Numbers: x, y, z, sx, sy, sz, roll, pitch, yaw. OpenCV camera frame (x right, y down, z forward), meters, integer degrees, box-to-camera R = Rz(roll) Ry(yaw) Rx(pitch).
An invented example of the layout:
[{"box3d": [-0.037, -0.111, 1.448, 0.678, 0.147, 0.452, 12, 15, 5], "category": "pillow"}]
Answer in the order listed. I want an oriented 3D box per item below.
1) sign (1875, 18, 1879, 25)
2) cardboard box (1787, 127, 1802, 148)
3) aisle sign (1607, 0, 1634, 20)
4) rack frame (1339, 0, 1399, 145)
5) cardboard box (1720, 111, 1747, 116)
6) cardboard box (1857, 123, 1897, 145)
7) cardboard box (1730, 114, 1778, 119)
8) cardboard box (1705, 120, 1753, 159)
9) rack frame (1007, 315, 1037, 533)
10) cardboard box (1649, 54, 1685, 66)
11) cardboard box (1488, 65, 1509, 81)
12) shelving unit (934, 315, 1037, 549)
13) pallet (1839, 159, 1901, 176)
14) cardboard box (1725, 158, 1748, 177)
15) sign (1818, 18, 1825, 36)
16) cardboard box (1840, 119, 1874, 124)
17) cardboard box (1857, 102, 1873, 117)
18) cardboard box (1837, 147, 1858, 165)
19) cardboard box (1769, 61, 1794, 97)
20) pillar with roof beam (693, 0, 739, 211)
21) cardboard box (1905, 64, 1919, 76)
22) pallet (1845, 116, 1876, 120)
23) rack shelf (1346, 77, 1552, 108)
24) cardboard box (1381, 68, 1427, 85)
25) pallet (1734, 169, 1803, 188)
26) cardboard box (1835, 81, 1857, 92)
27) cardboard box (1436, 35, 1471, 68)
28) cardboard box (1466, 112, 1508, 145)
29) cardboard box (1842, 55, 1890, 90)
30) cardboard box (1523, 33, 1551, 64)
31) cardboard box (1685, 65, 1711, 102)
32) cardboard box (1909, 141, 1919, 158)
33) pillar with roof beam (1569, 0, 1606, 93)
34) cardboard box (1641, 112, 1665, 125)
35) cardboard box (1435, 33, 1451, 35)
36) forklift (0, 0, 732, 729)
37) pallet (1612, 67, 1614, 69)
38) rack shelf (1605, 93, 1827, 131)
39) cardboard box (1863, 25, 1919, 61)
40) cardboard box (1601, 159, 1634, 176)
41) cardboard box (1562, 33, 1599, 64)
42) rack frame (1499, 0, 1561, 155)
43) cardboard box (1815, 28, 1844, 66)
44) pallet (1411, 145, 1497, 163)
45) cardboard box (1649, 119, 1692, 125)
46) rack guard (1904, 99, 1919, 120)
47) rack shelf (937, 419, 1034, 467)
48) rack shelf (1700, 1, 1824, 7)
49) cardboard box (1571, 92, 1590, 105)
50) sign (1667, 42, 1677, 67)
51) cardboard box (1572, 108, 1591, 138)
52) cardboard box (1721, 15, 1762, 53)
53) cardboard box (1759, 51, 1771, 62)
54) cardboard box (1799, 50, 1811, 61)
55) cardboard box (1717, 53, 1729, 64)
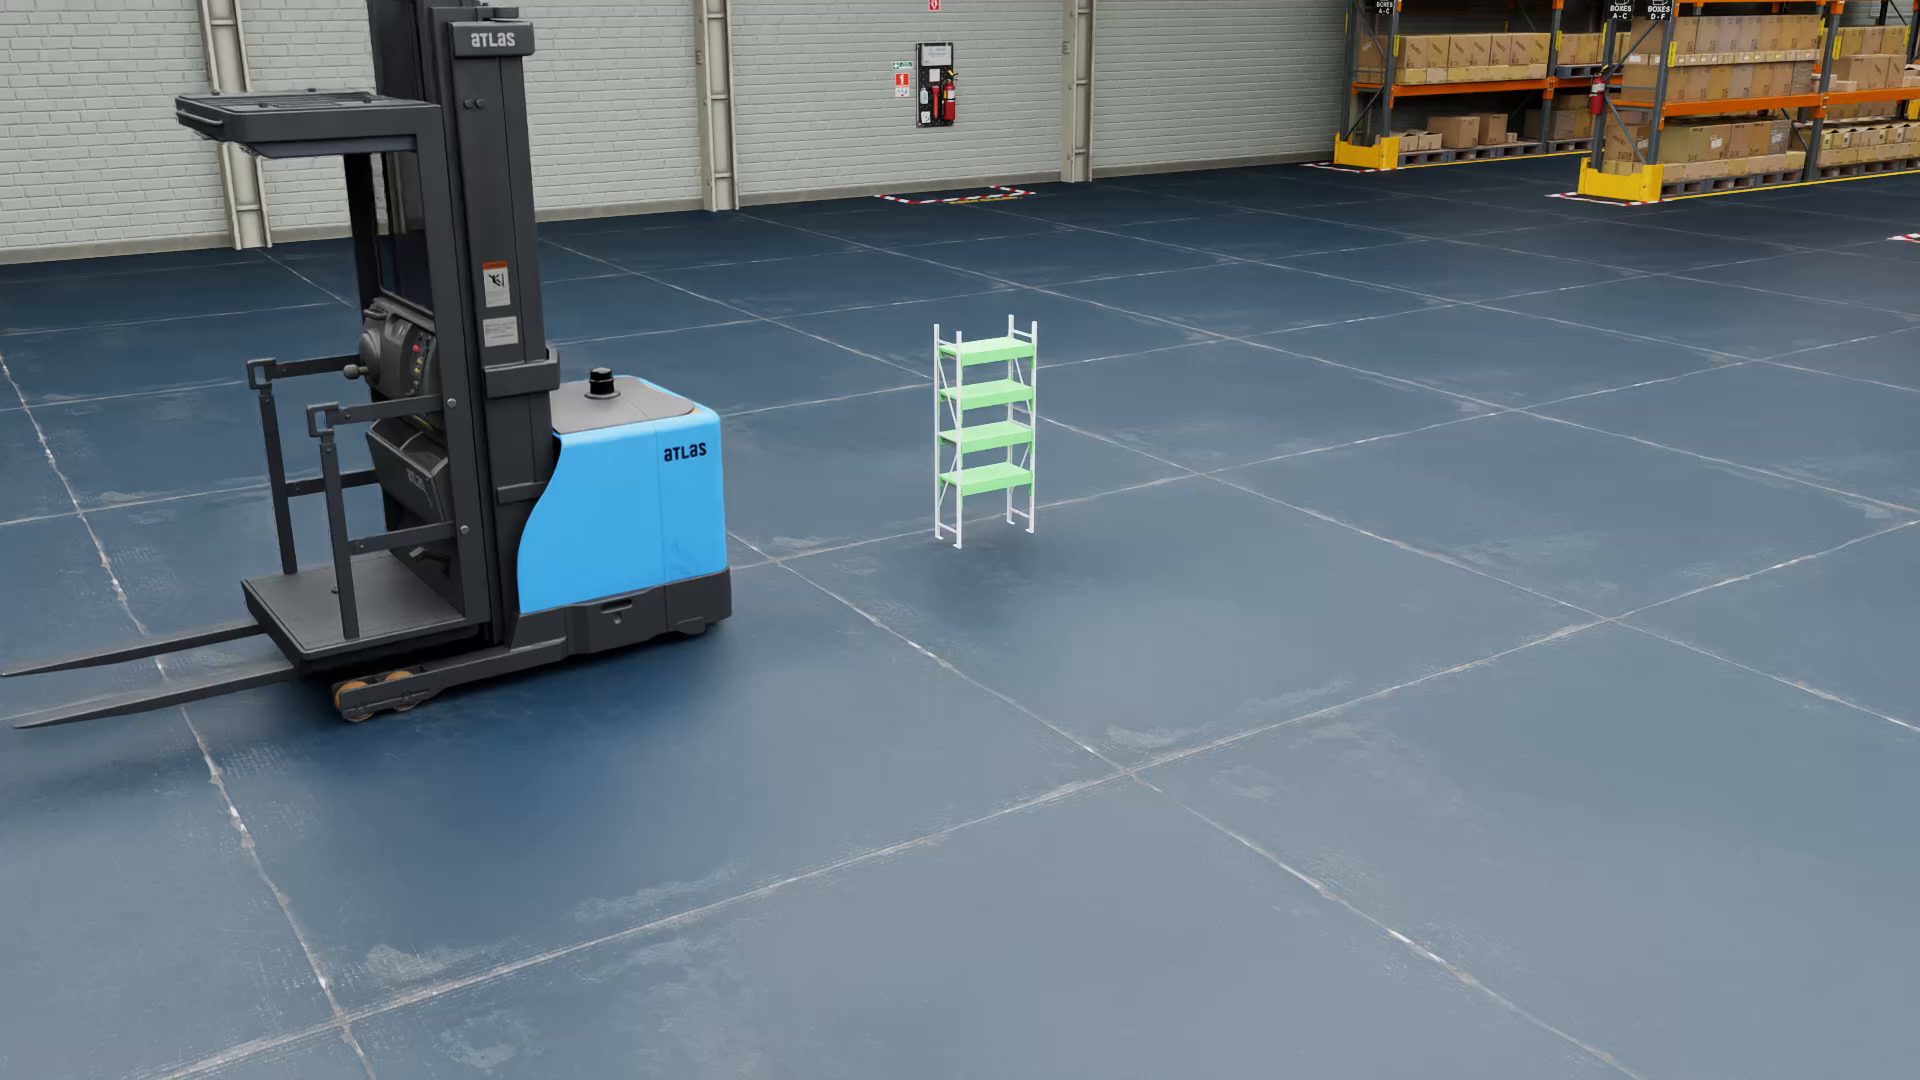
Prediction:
[{"box3d": [19.747, -11.066, 35.819, 0.005, 0.325, 0.100, -12, 22, -31], "category": "sign"}, {"box3d": [12.933, -6.341, 26.080, 0.500, 0.311, 0.500, -12, 22, -31], "category": "cardboard box"}, {"box3d": [9.195, -7.625, 23.056, 0.004, 0.787, 0.394, -12, 22, -31], "category": "aisle sign"}, {"box3d": [6.684, -7.651, 27.192, 0.127, 3.000, 1.000, -12, 22, -31], "category": "rack frame"}, {"box3d": [14.787, -8.488, 32.368, 0.750, 0.750, 0.750, -12, 22, -32], "category": "cardboard box"}, {"box3d": [14.518, -6.470, 26.462, 0.500, 0.311, 0.500, -11, 22, -30], "category": "cardboard box"}, {"box3d": [12.193, -6.285, 25.618, 0.500, 0.500, 0.500, -12, 22, -31], "category": "cardboard box"}, {"box3d": [11.236, -5.877, 24.410, 0.500, 0.500, 0.500, -12, 22, -31], "category": "cardboard box"}, {"box3d": [0.342, -0.641, 9.266, 0.015, 1.200, 0.240, -12, 22, -31], "category": "rack frame"}, {"box3d": [9.858, -6.693, 23.189, 0.250, 0.149, 0.380, -12, 22, -32], "category": "cardboard box"}, {"box3d": [8.964, -7.951, 28.283, 0.500, 0.250, 0.500, -12, 22, -32], "category": "cardboard box"}, {"box3d": [0.138, -0.598, 9.139, 0.503, 1.200, 0.258, -12, 22, -31], "category": "shelving unit"}, {"box3d": [14.366, -6.067, 26.859, 1.213, 0.211, 1.003, -12, 22, -31], "category": "pallet"}, {"box3d": [11.236, -5.522, 24.531, 0.500, 0.250, 0.500, -12, 22, -31], "category": "cardboard box"}, {"box3d": [17.013, -10.132, 32.847, 0.005, 0.325, 0.100, -12, 22, -31], "category": "sign"}, {"box3d": [14.633, -6.700, 27.141, 0.500, 0.311, 0.500, -13, 22, -33], "category": "cardboard box"}, {"box3d": [18.680, -9.157, 34.894, 0.500, 0.500, 0.700, -13, 22, -33], "category": "cardboard box"}, {"box3d": [13.653, -6.022, 26.011, 0.500, 0.250, 0.500, -11, 22, -30], "category": "cardboard box"}, {"box3d": [11.948, -6.904, 24.827, 0.500, 0.500, 0.700, -12, 22, -32], "category": "cardboard box"}, {"box3d": [-0.861, -7.582, 17.622, 0.400, 9.000, 9.100, -12, 22, -31], "category": "pillar with roof beam"}, {"box3d": [15.765, -7.641, 27.302, 0.500, 0.311, 0.500, -10, 21, -28], "category": "cardboard box"}, {"box3d": [18.404, -8.773, 34.864, 1.213, 0.211, 1.003, -12, 22, -31], "category": "pallet"}, {"box3d": [8.354, -7.662, 28.349, 4.000, 0.370, 1.077, -12, 22, -31], "category": "rack shelf"}, {"box3d": [7.266, -7.590, 27.216, 0.500, 0.250, 0.500, -13, 22, -33], "category": "cardboard box"}, {"box3d": [12.065, -5.581, 25.424, 1.213, 0.211, 1.003, -12, 22, -31], "category": "pallet"}, {"box3d": [13.605, -7.013, 25.699, 0.250, 0.149, 0.380, -12, 22, -31], "category": "cardboard box"}, {"box3d": [8.101, -8.122, 27.617, 0.500, 0.500, 0.500, -13, 22, -33], "category": "cardboard box"}, {"box3d": [9.180, -7.186, 29.033, 0.500, 0.500, 0.500, -14, 23, -35], "category": "cardboard box"}, {"box3d": [14.261, -7.390, 26.265, 0.500, 0.500, 0.500, -12, 22, -31], "category": "cardboard box"}, {"box3d": [9.800, -8.483, 28.686, 0.500, 0.500, 0.500, -12, 22, -32], "category": "cardboard box"}, {"box3d": [10.245, -6.546, 23.769, 0.500, 0.500, 0.700, -11, 22, -30], "category": "cardboard box"}, {"box3d": [15.359, -6.382, 27.077, 0.500, 0.250, 0.500, -12, 22, -32], "category": "cardboard box"}, {"box3d": [14.172, -10.753, 27.000, 0.400, 9.000, 9.100, -12, 22, -31], "category": "pillar with roof beam"}, {"box3d": [12.793, -7.943, 31.274, 0.500, 0.500, 0.700, -12, 22, -31], "category": "cardboard box"}, {"box3d": [8.237, -8.351, 28.296, 0.500, 0.500, 0.500, -12, 22, -31], "category": "cardboard box"}, {"box3d": [-2.594, -0.818, 7.087, 3.031, 2.935, 1.130, -13, 22, -33], "category": "forklift"}, {"box3d": [12.829, -8.815, 30.935, 1.003, 0.211, 1.213, -12, 22, -31], "category": "pallet"}, {"box3d": [11.082, -6.338, 24.432, 4.000, 0.370, 1.077, -12, 22, -31], "category": "rack shelf"}, {"box3d": [19.626, -10.519, 35.206, 0.700, 0.700, 0.980, -11, 21, -29], "category": "cardboard box"}, {"box3d": [9.697, -5.396, 24.161, 0.500, 0.250, 0.500, -12, 22, -31], "category": "cardboard box"}, {"box3d": [10.939, -8.788, 29.713, 0.500, 0.500, 0.700, -9, 21, -26], "category": "cardboard box"}, {"box3d": [10.025, -8.355, 29.276, 0.127, 3.000, 1.000, -12, 22, -31], "category": "rack frame"}, {"box3d": [17.168, -9.998, 33.666, 0.700, 0.700, 0.980, -12, 22, -31], "category": "cardboard box"}, {"box3d": [8.463, -6.690, 28.705, 1.213, 0.211, 1.003, -12, 22, -31], "category": "pallet"}, {"box3d": [10.523, -5.932, 24.575, 0.500, 0.500, 0.500, -12, 22, -31], "category": "cardboard box"}, {"box3d": [20.067, -9.289, 35.941, 0.348, 0.500, 1.175, -12, 22, -31], "category": "rack guard"}, {"box3d": [0.138, -0.537, 9.159, 0.480, 0.148, 0.258, -12, 22, -31], "category": "rack shelf"}, {"box3d": [15.036, -10.492, 32.037, 4.000, 0.370, 1.077, -12, 22, -31], "category": "rack shelf"}, {"box3d": [11.429, -8.040, 30.389, 0.500, 0.250, 0.500, -13, 22, -33], "category": "cardboard box"}, {"box3d": [9.712, -6.625, 22.681, 0.005, 0.325, 0.100, -12, 22, -31], "category": "sign"}, {"box3d": [11.034, -7.618, 30.311, 0.500, 0.500, 0.700, -12, 22, -32], "category": "cardboard box"}, {"box3d": [11.128, -7.348, 24.114, 0.500, 0.500, 0.700, -12, 22, -31], "category": "cardboard box"}, {"box3d": [11.582, -7.057, 24.267, 0.250, 0.149, 0.380, -11, 22, -30], "category": "cardboard box"}, {"box3d": [12.435, -7.238, 24.800, 0.250, 0.149, 0.380, -12, 22, -33], "category": "cardboard box"}, {"box3d": [10.719, -6.875, 23.728, 0.250, 0.149, 0.380, -13, 23, -33], "category": "cardboard box"}]
